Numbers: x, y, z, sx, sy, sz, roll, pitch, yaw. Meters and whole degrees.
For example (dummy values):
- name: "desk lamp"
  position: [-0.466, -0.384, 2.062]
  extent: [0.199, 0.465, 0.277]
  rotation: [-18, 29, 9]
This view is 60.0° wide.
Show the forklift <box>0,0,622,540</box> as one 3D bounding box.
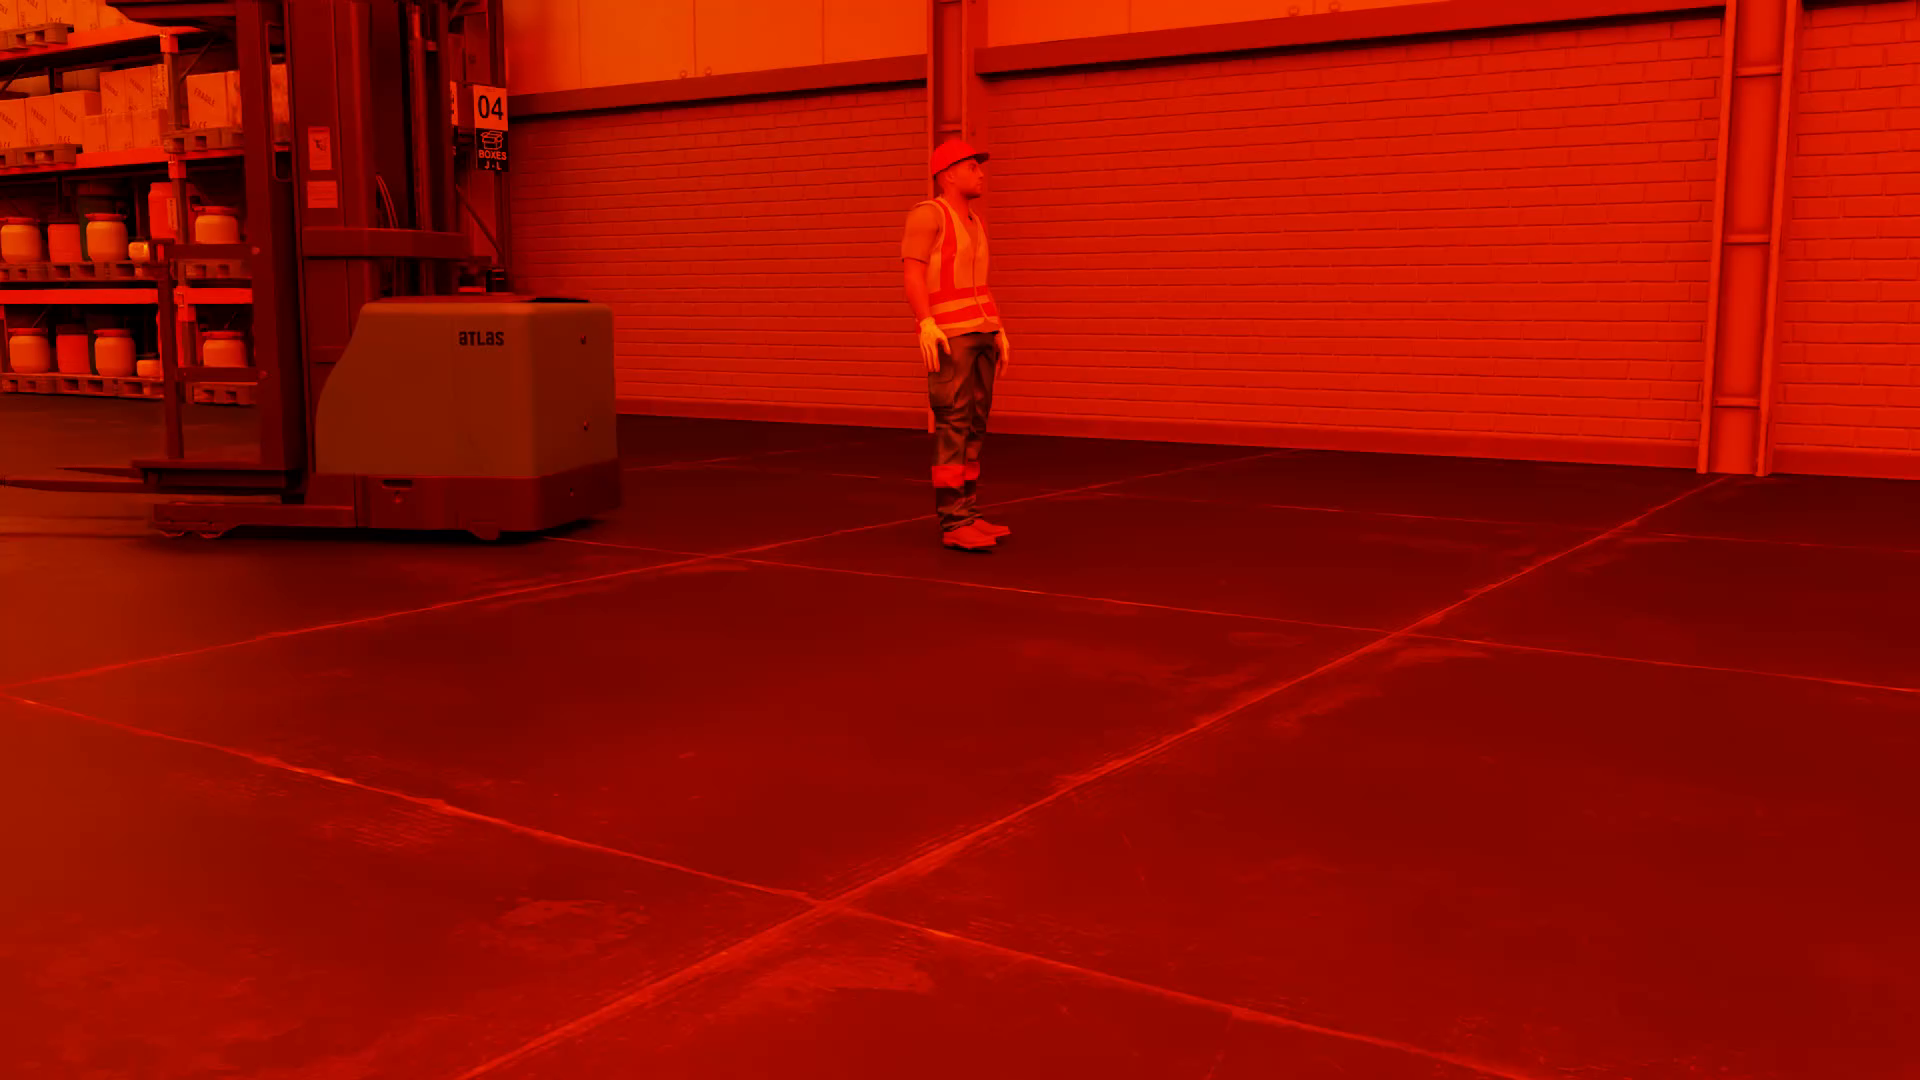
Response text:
- name: "forklift"
  position: [-3.253, -1.527, 7.933]
  extent: [3.031, 2.935, 1.130]
  rotation: [2, 8, 11]

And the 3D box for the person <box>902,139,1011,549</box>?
- name: "person"
  position: [0.059, -0.885, 7.422]
  extent: [0.564, 1.787, 0.637]
  rotation: [5, 10, 34]
